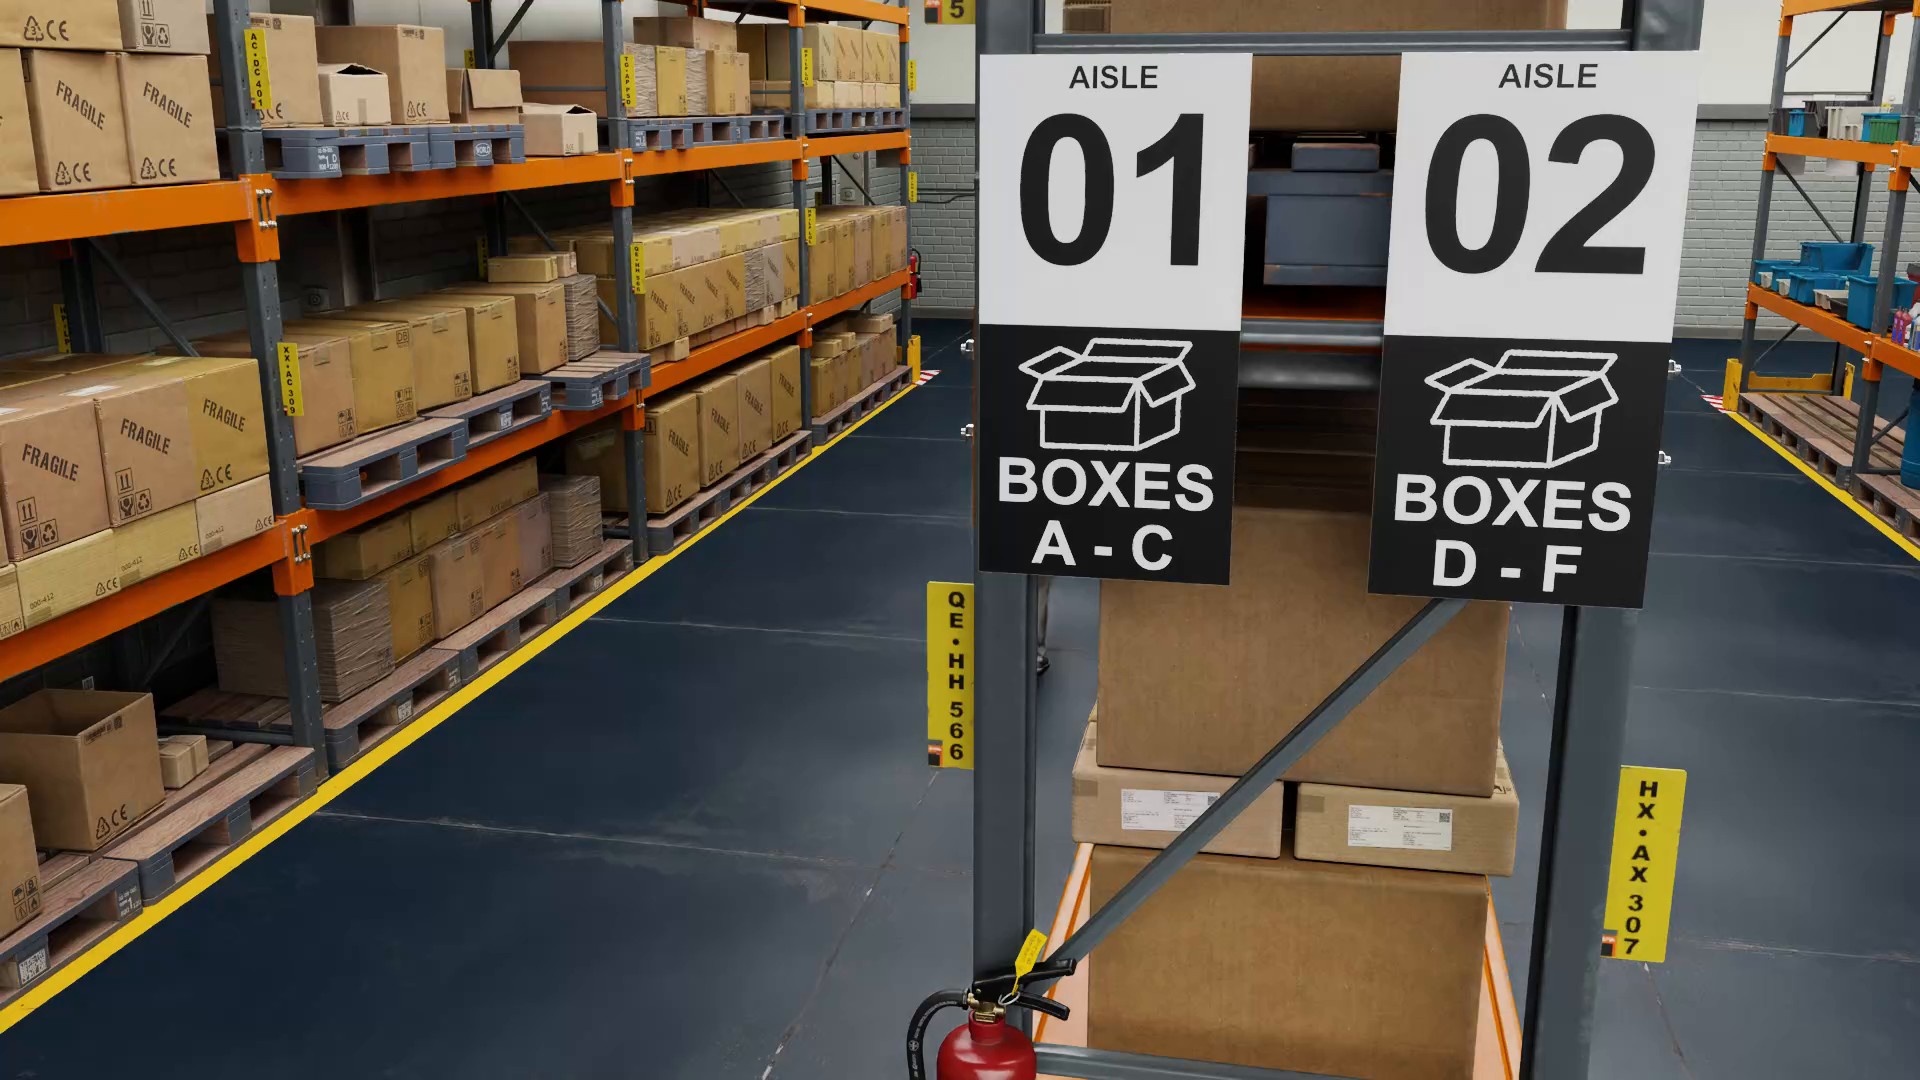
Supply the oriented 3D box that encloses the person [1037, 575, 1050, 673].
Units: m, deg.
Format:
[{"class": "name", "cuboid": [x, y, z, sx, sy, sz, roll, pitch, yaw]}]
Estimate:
[{"class": "person", "cuboid": [0.323, -0.091, 9.379, 0.416, 1.663, 0.544, 3, 15, 10]}]
